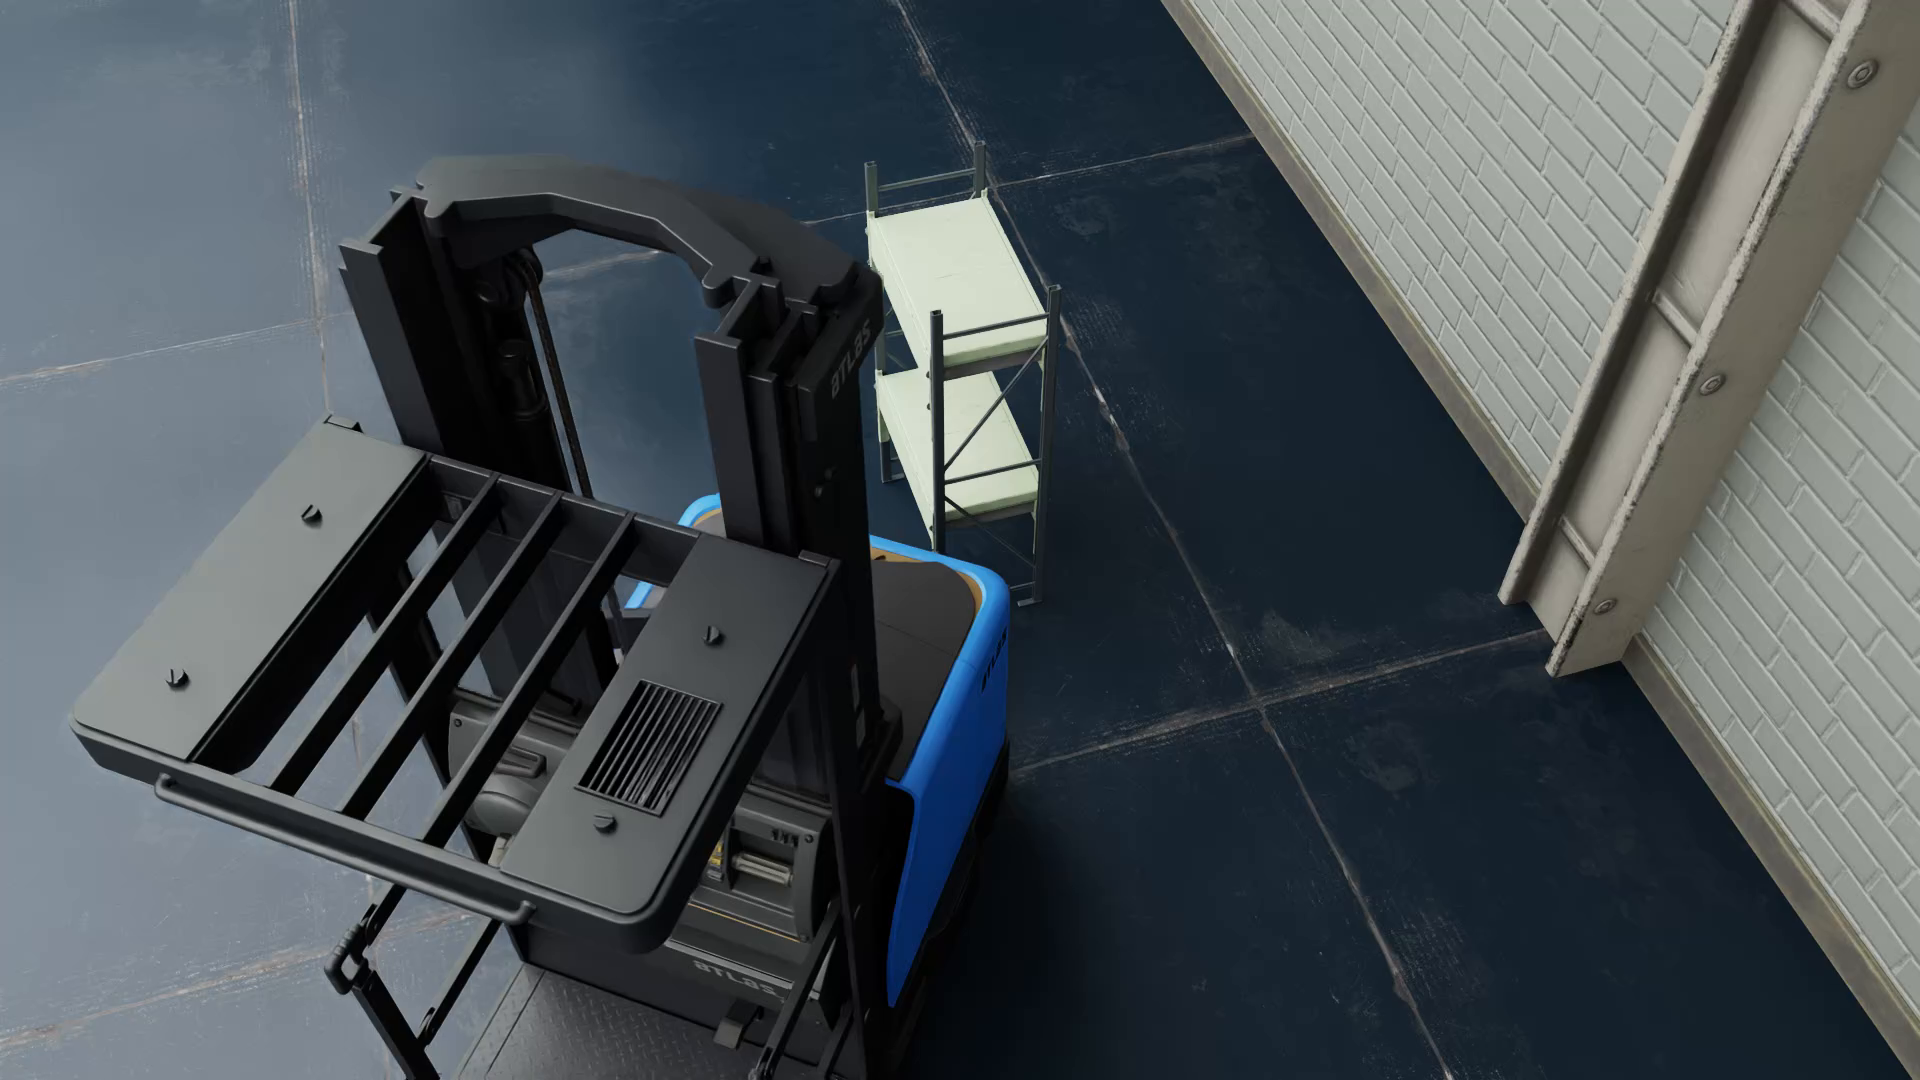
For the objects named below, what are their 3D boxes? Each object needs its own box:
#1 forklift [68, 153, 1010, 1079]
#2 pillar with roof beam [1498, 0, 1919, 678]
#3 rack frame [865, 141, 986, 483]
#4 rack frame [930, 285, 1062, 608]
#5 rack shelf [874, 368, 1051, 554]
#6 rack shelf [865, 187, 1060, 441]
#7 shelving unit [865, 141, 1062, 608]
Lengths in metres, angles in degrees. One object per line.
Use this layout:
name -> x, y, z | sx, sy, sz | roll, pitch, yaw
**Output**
forklift -> -0.824, 0.776, 3.678 | 1.130, 2.935, 3.031 | 16, 52, 13
pillar with roof beam -> -1.943, -1.621, 1.731 | 9.100, 9.000, 0.400 | -13, 51, -11
rack frame -> -0.110, -0.756, 5.906 | 0.400, 1.500, 0.023 | -13, 51, -11
rack frame -> 0.106, -0.221, 5.455 | 0.400, 1.500, 0.023 | -13, 51, -11
rack shelf -> -0.002, -0.278, 5.930 | 0.431, 0.370, 0.720 | -13, 51, -11
rack shelf -> -0.002, -0.740, 5.382 | 0.431, 0.370, 0.720 | -13, 51, -11
shelving unit -> -0.002, -0.488, 5.681 | 0.431, 1.500, 0.755 | -13, 51, -11
